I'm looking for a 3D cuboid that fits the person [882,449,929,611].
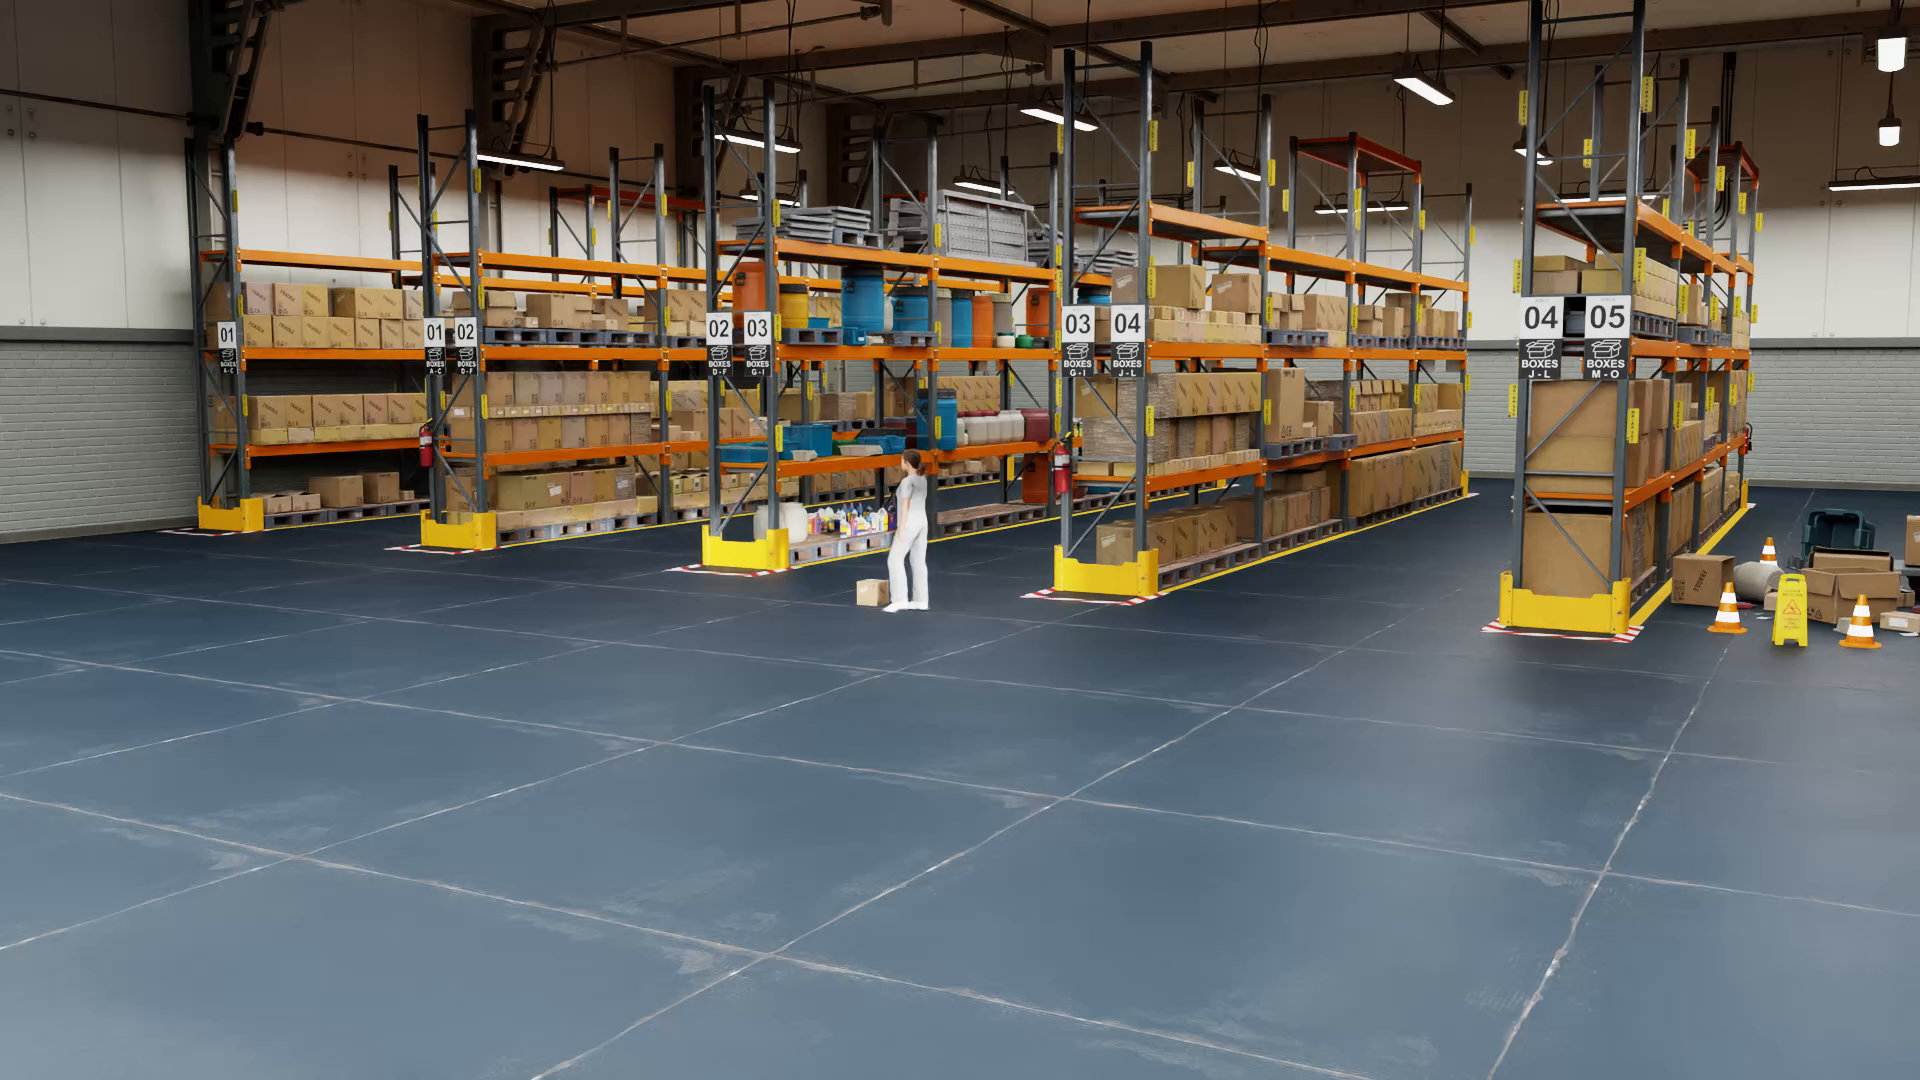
[{"bbox_3d":[-0.533,-0.091,17.319,0.432,1.714,0.457,4,7,31],"label":"person"}]
